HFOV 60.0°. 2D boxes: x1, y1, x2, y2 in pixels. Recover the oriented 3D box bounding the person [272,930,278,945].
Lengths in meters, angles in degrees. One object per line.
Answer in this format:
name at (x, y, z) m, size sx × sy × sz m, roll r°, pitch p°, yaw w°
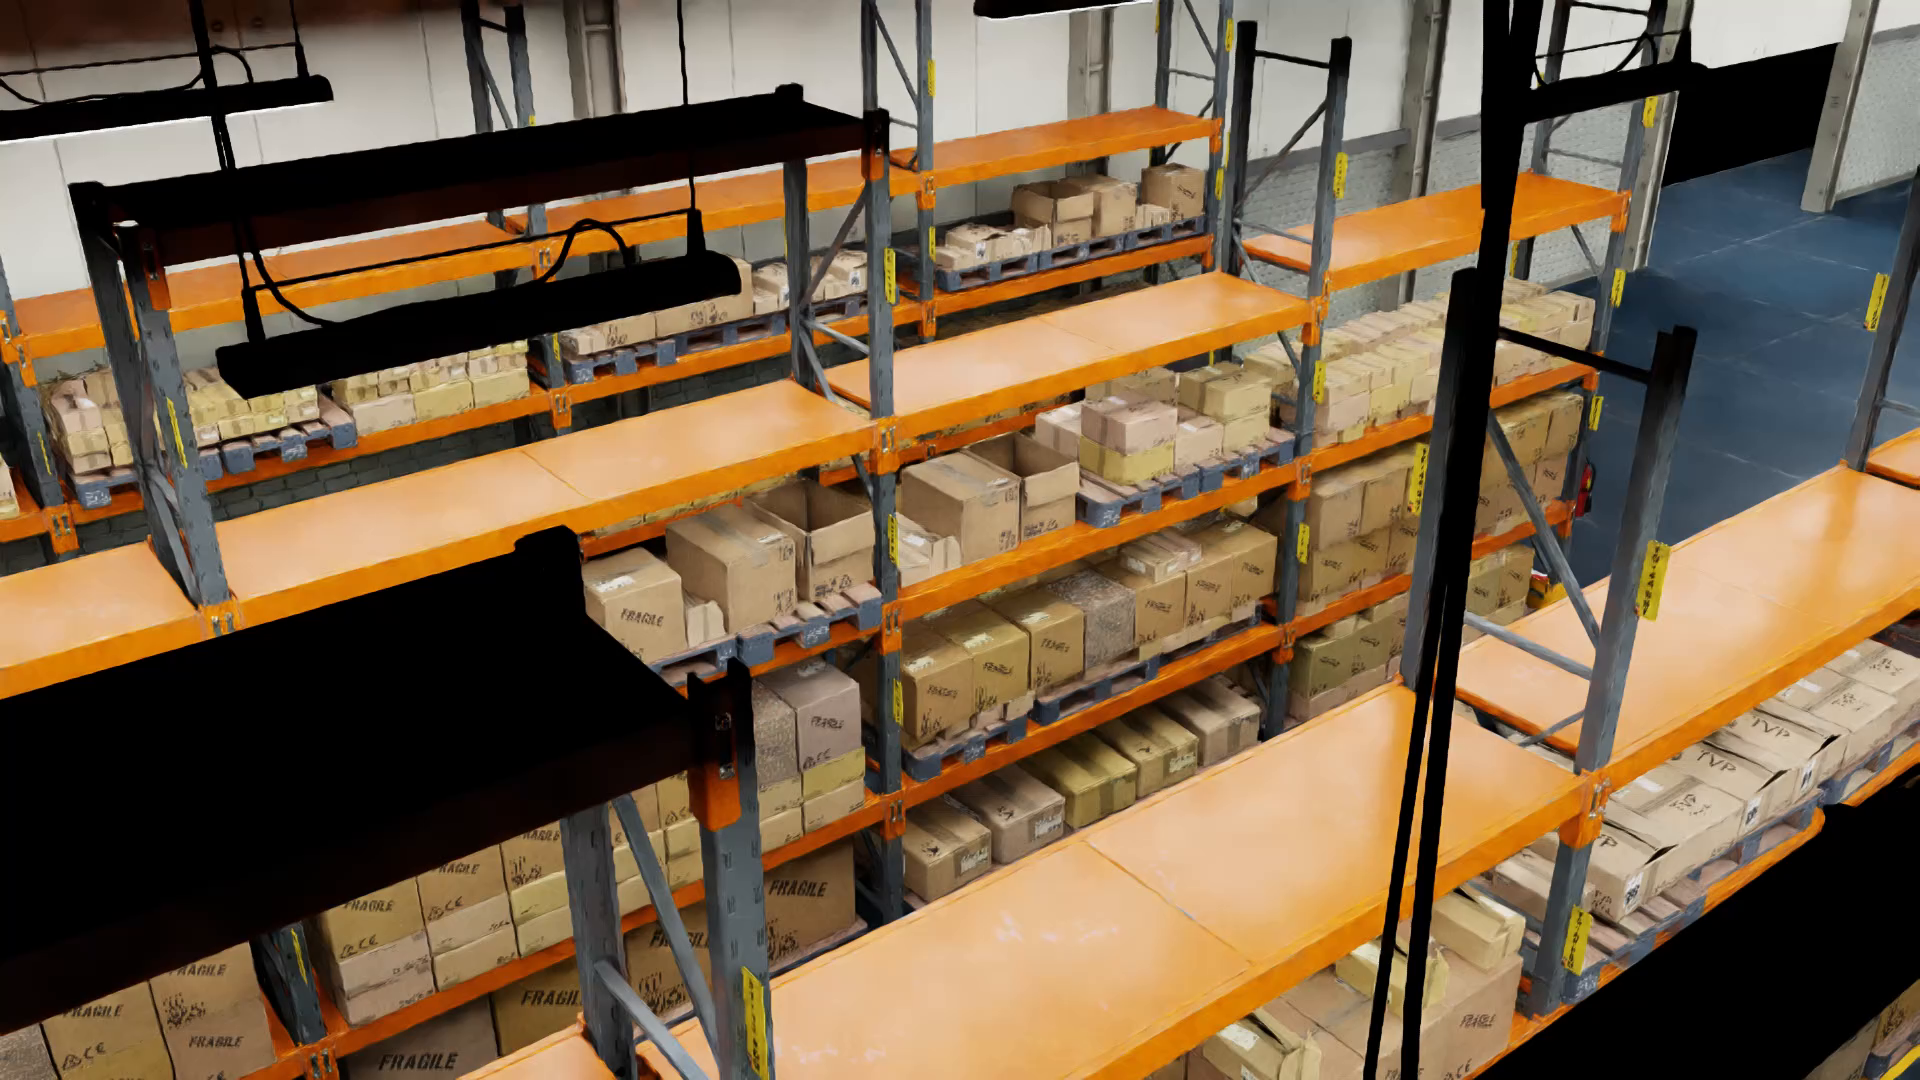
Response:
person at (-4.529, 2.403, 11.199) m, size 0.678 × 1.771 × 0.423 m, roll 0°, pitch 26°, yaw 0°
